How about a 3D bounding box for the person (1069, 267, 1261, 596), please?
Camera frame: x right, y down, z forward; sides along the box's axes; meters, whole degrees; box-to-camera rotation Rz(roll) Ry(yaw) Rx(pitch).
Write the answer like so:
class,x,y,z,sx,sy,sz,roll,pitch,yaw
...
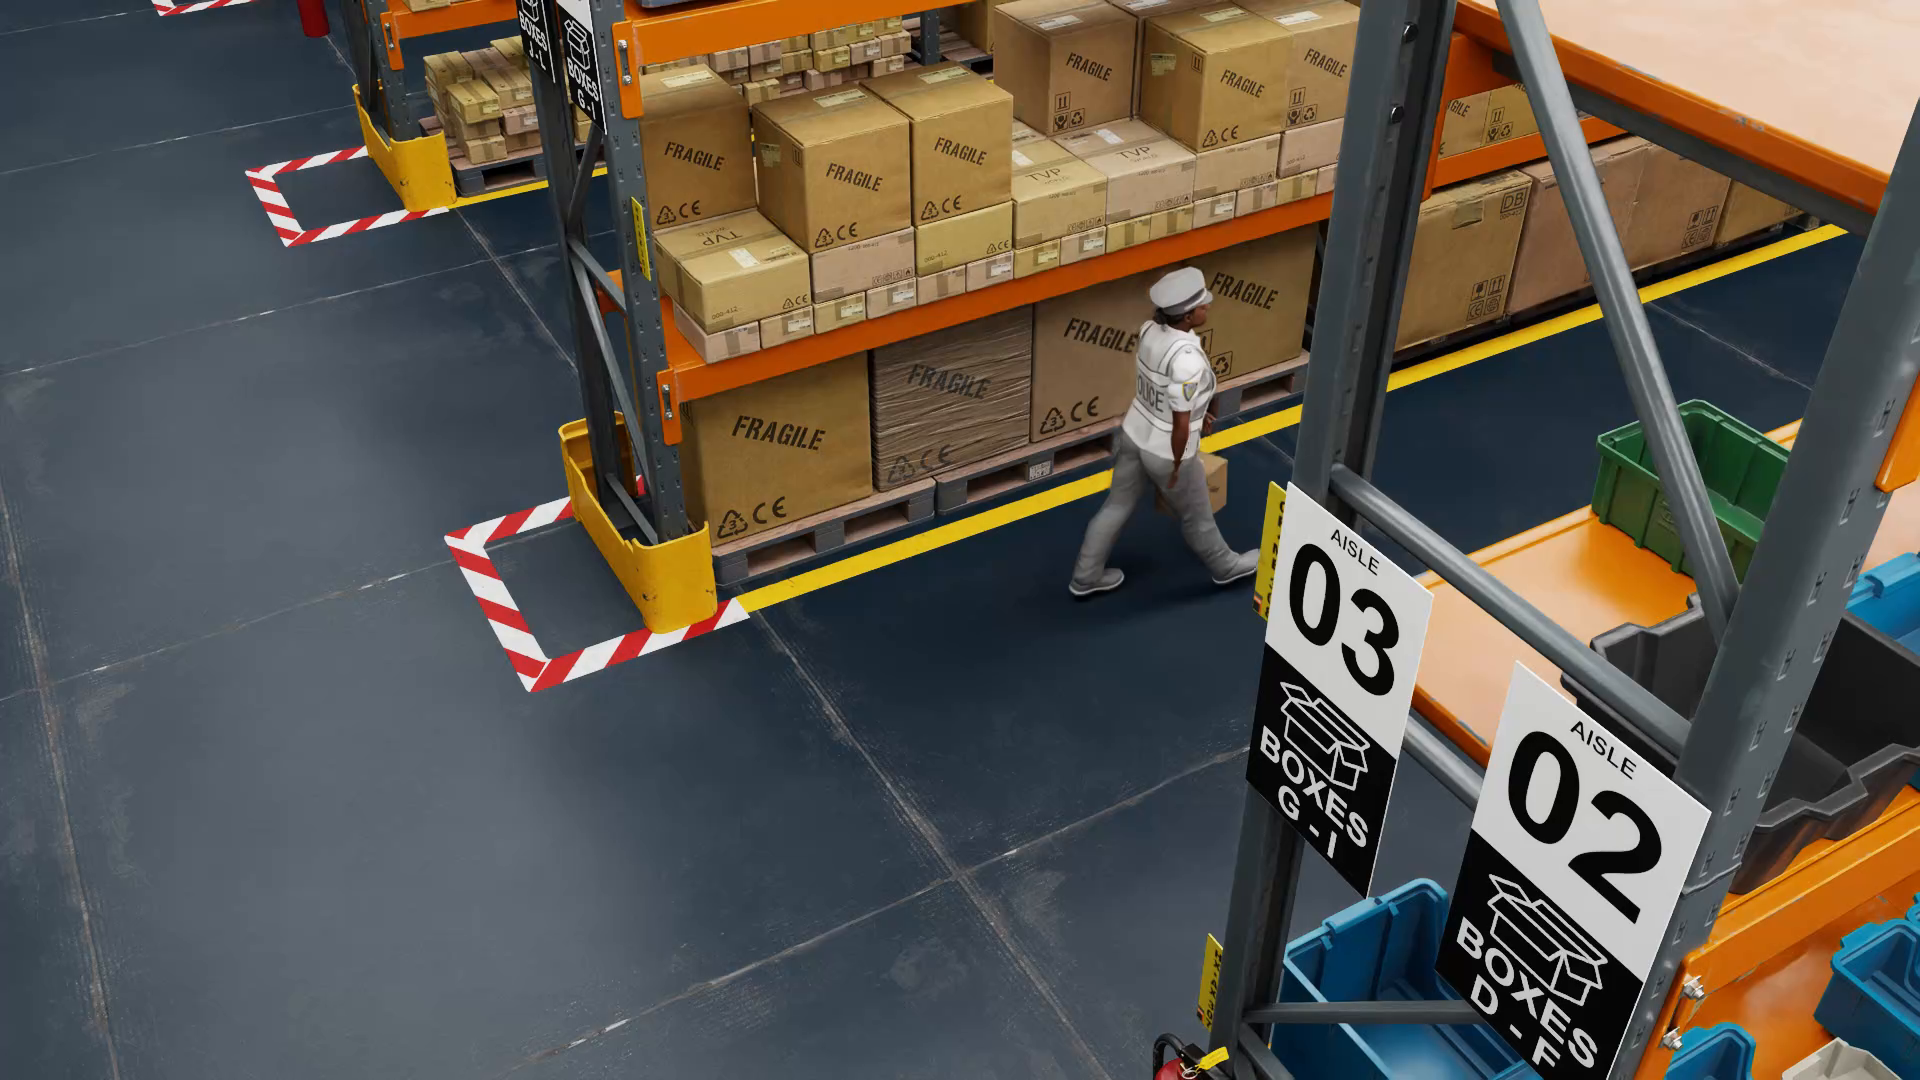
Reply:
class,x,y,z,sx,sy,sz,roll,pitch,yaw
person,0.977,-0.475,7.539,0.950,1.638,0.472,-15,39,-19
